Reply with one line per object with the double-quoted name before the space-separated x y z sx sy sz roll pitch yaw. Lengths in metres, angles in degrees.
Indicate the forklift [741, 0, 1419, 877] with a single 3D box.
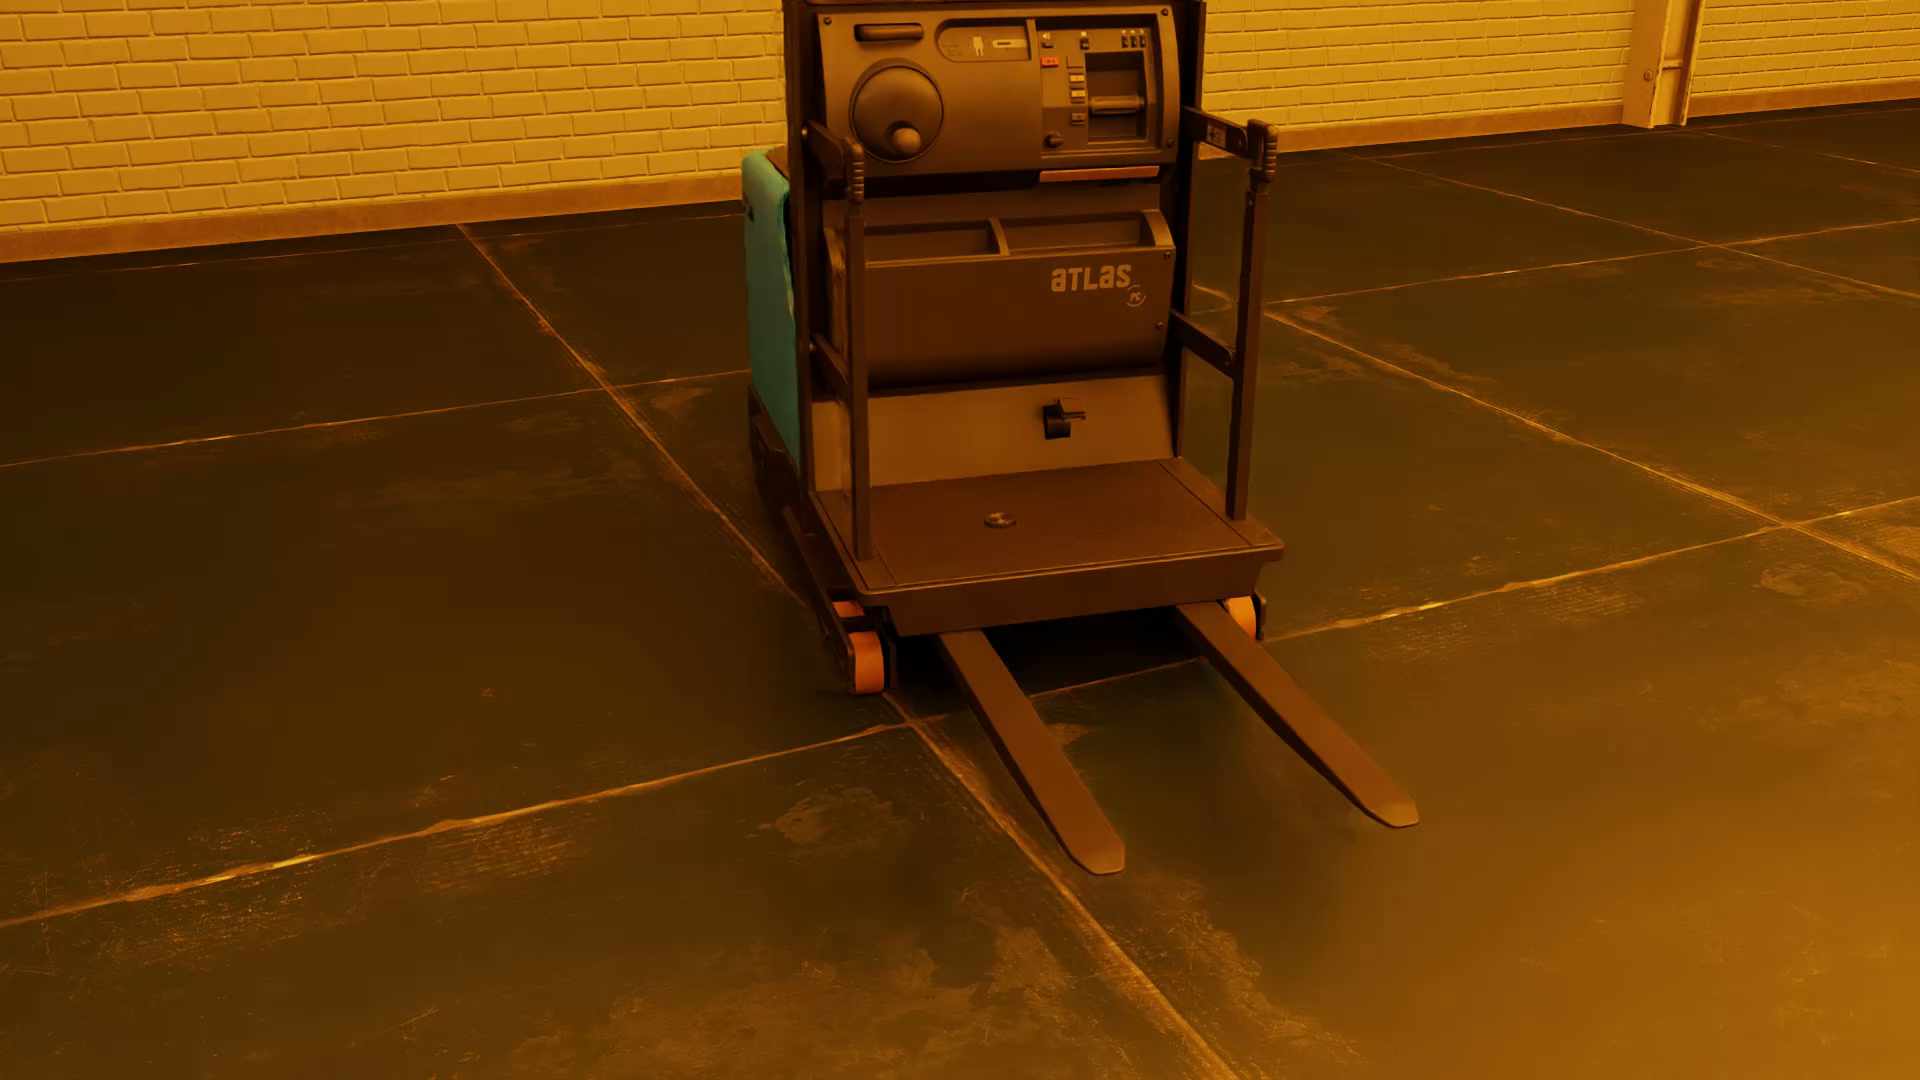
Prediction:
"forklift" 0.166 -1.128 4.002 1.130 2.935 3.031 -6 23 -14
